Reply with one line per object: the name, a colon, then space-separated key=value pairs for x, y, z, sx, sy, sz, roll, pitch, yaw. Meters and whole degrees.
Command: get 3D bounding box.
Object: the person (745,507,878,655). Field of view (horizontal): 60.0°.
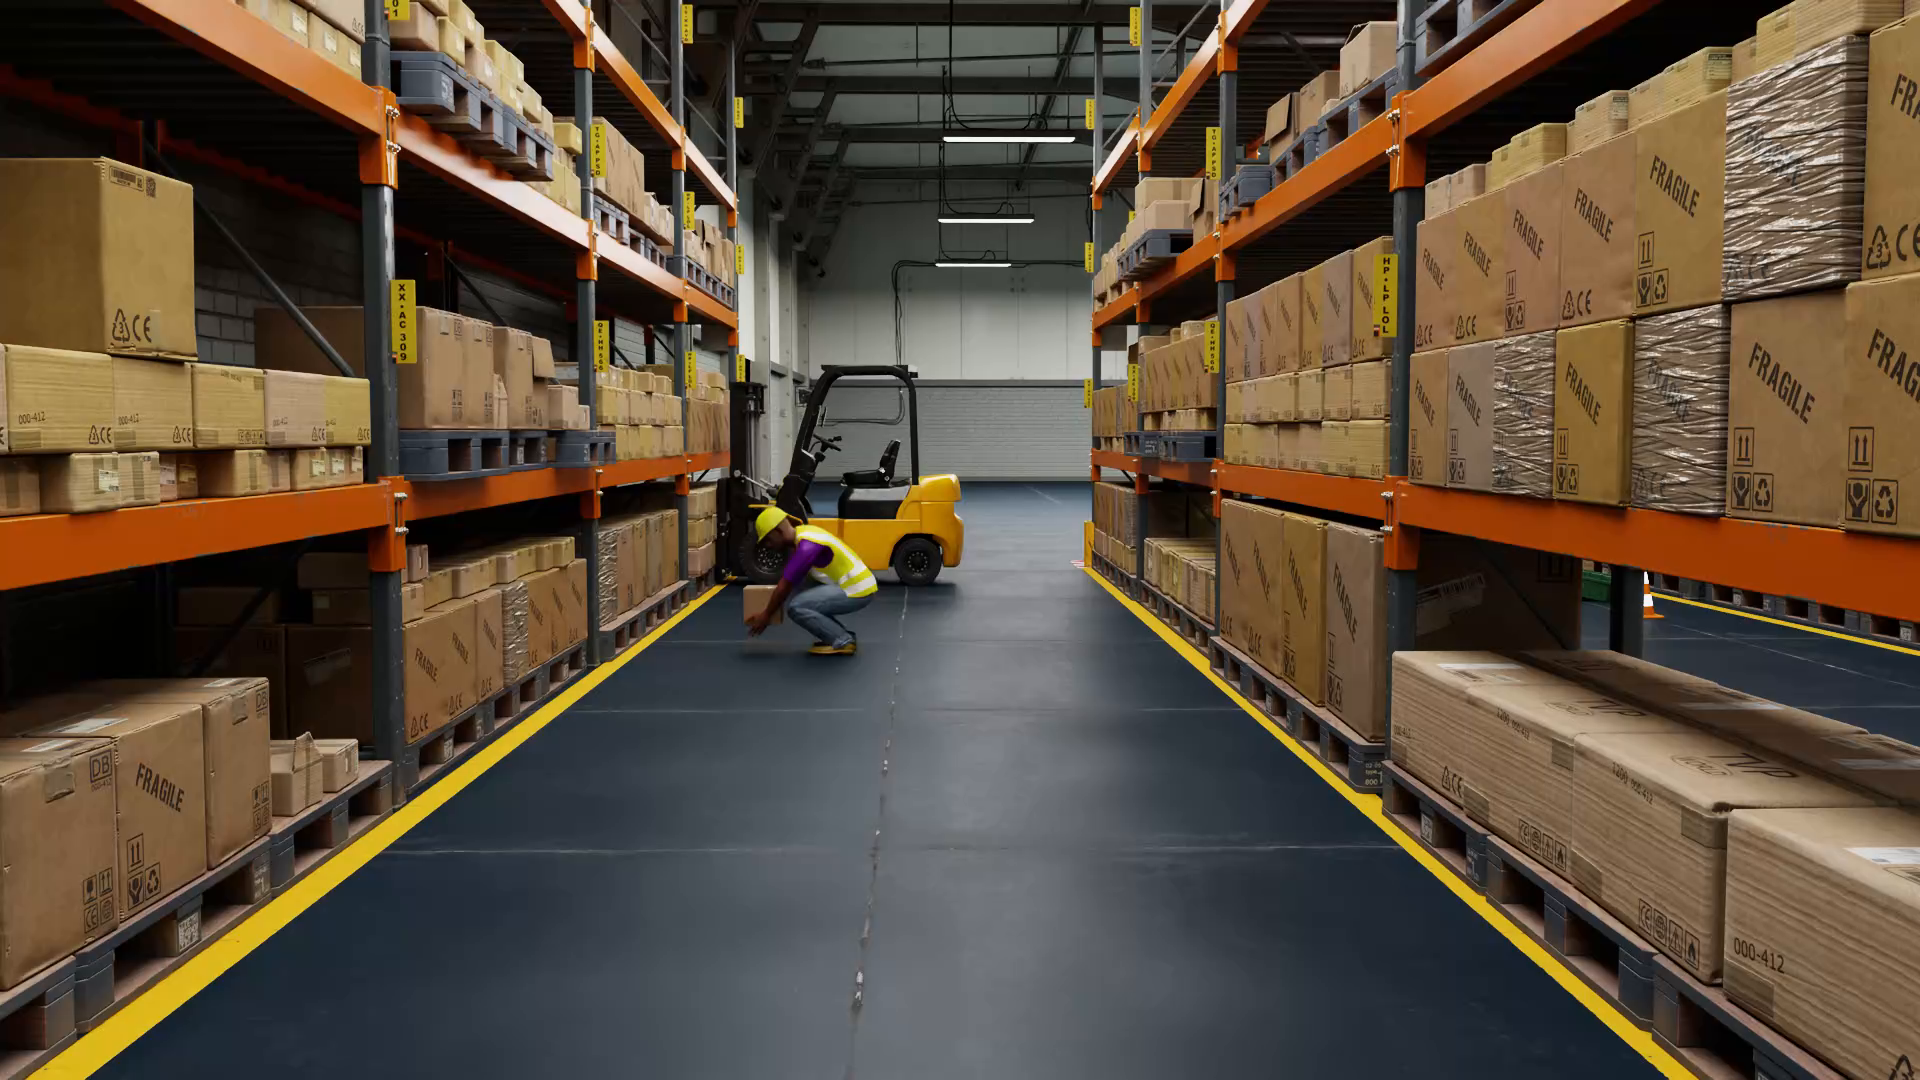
person: x=-1.006 y=0.274 z=11.292 sx=0.893 sy=1.005 sz=0.565 roll=0 pitch=4 yaw=-2
